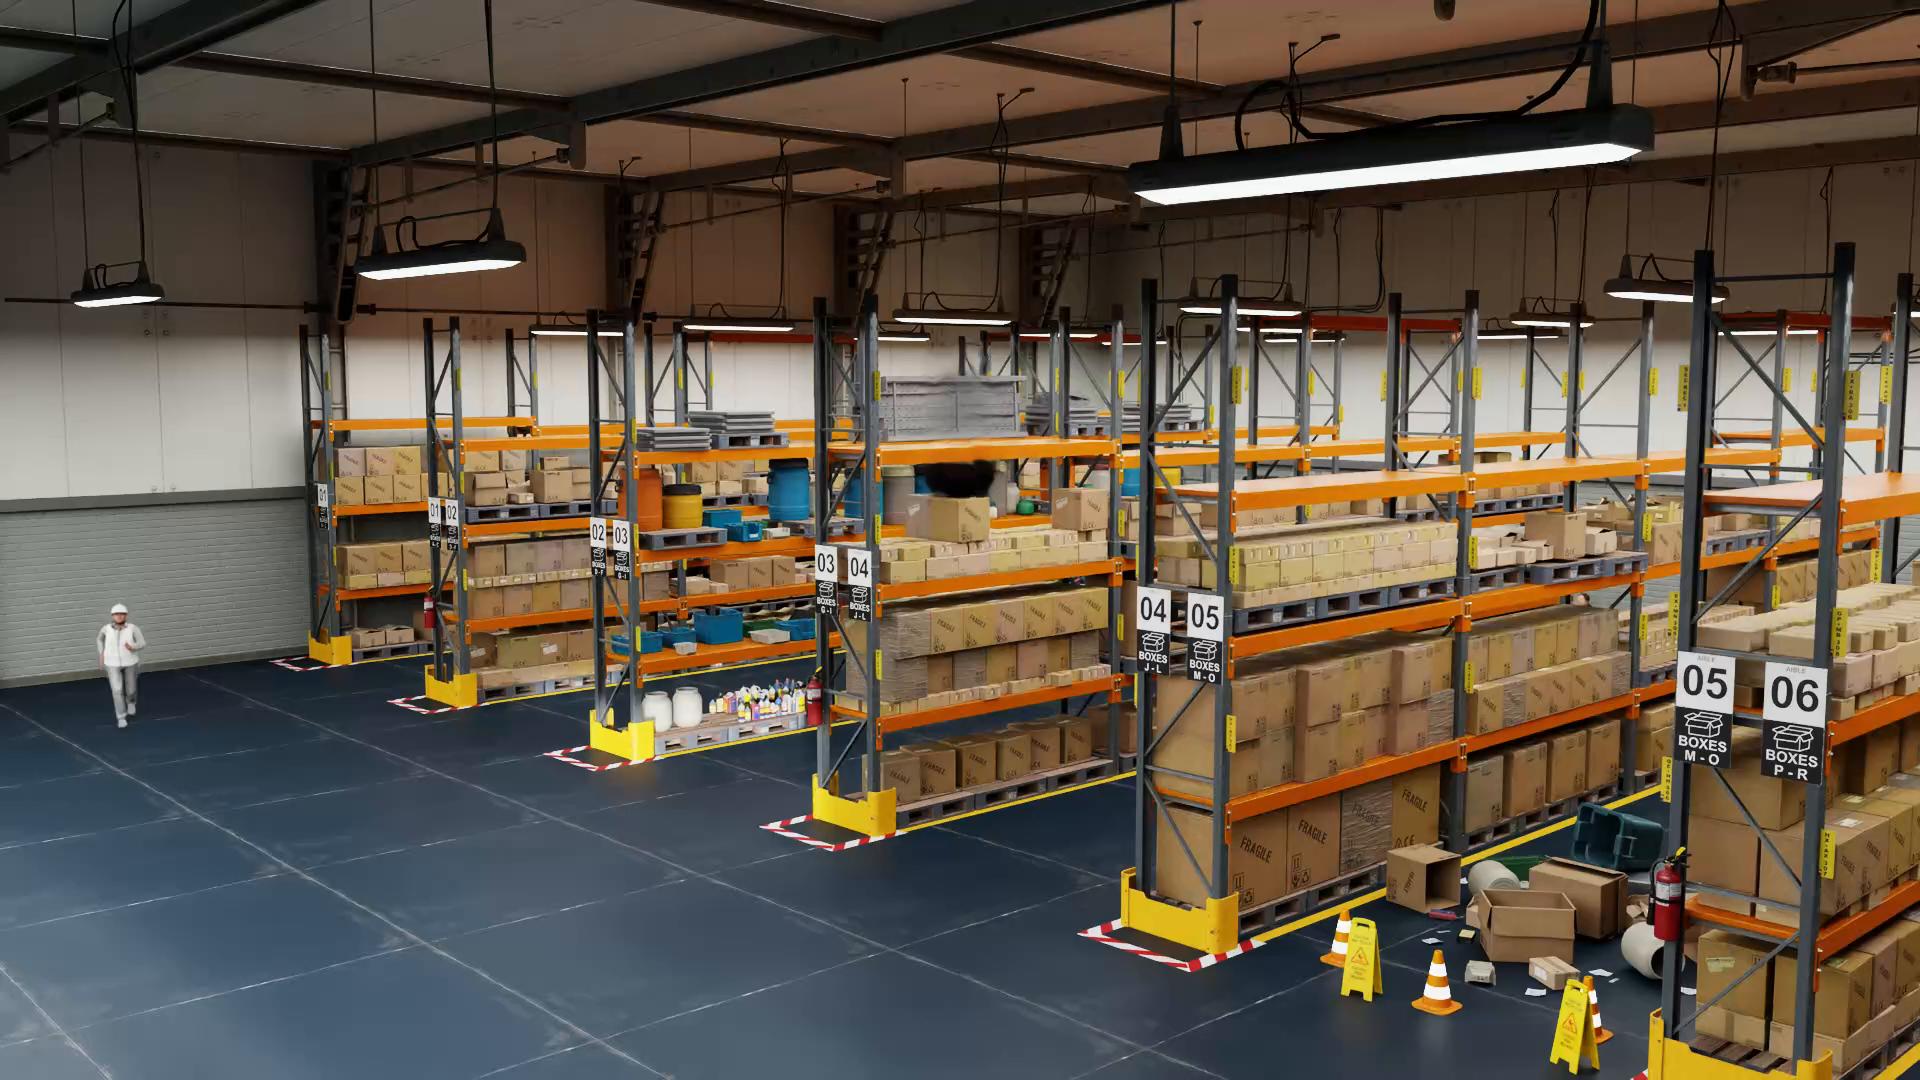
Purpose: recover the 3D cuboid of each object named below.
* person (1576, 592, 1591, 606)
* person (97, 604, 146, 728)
[{"bbox_3d":[9.995,1.647,26.567,0.827,1.625,0.577,-4,7,-37],"label":"person"},{"bbox_3d":[-12.262,1.807,24.336,0.658,1.755,0.940,-3,6,-24],"label":"person"}]
